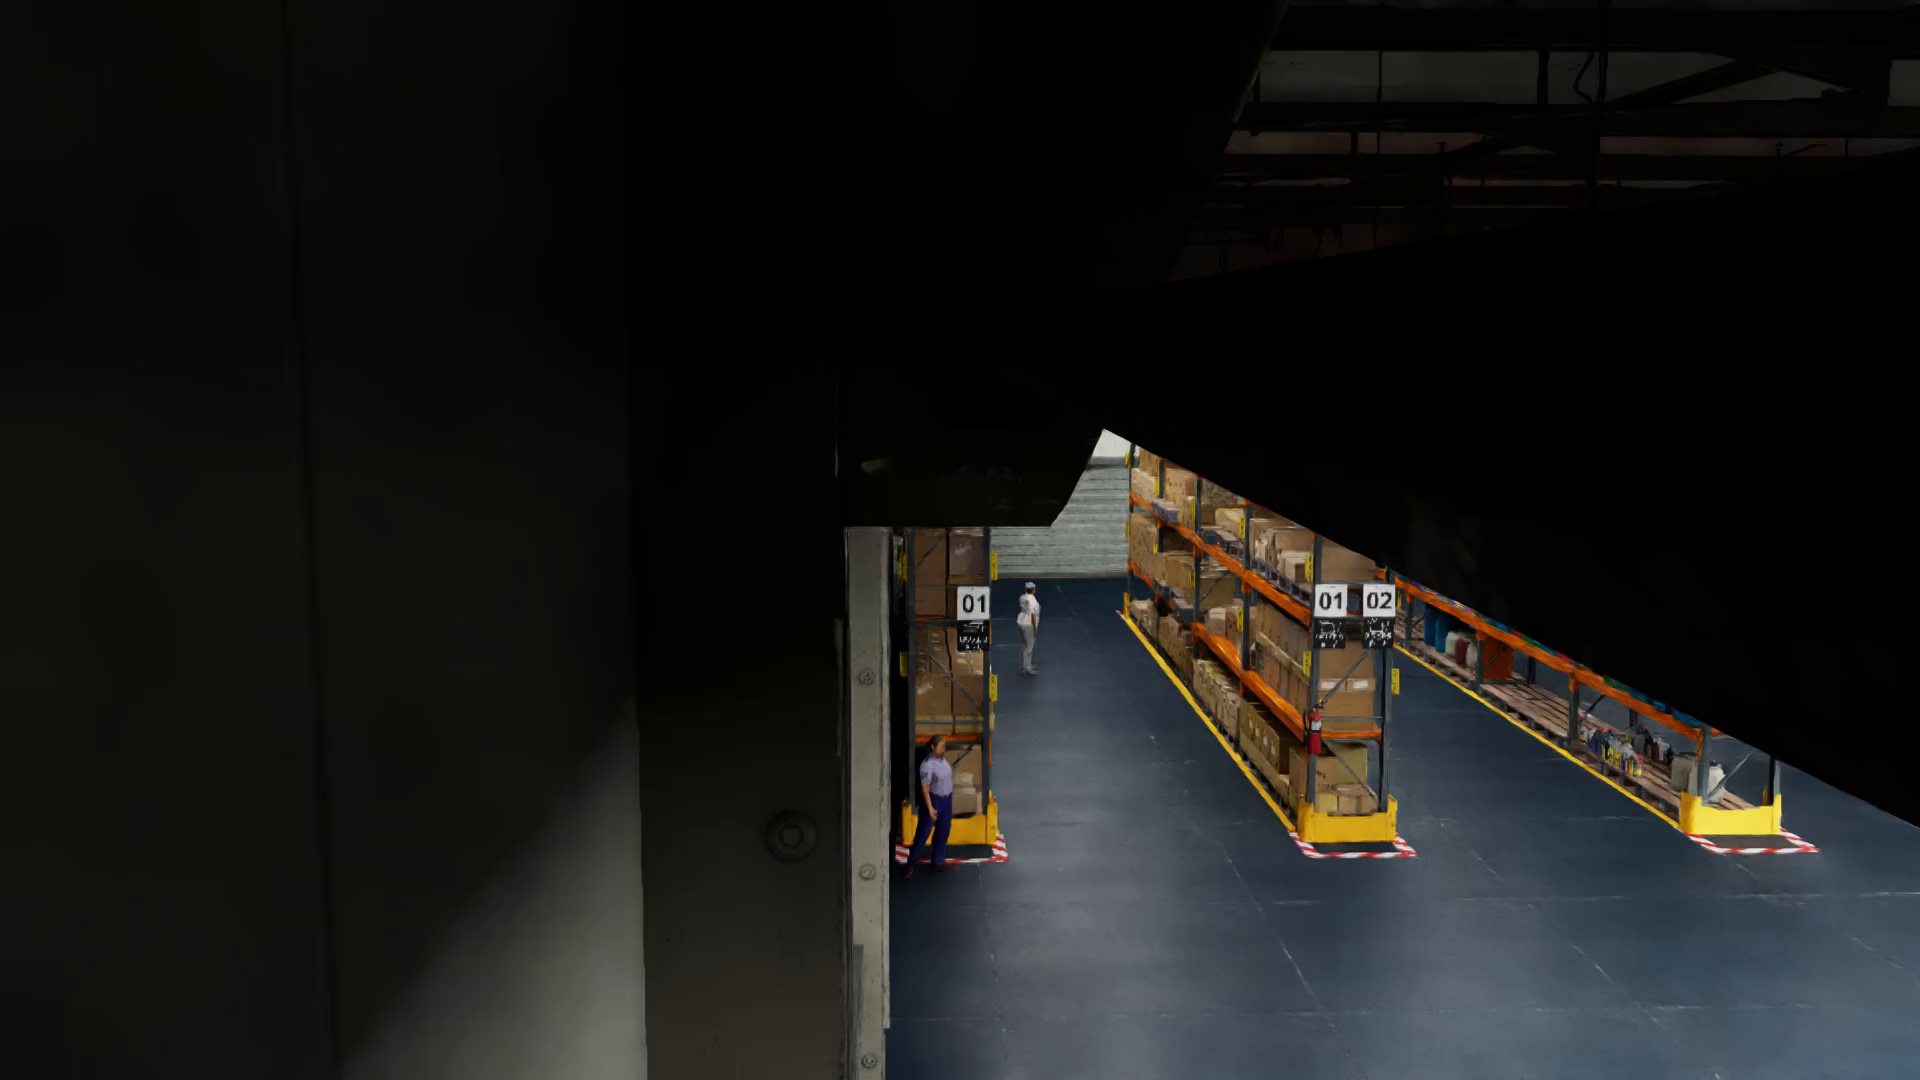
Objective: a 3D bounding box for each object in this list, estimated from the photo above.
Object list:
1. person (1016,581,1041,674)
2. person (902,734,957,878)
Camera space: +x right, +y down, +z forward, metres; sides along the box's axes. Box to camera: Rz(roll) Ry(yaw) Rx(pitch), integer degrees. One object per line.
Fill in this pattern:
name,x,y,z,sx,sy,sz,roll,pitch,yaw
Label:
person,1.295,1.589,30.527,0.460,1.667,0.561,-3,8,-23
person,-0.367,3.069,19.237,0.466,1.647,0.686,5,9,34
